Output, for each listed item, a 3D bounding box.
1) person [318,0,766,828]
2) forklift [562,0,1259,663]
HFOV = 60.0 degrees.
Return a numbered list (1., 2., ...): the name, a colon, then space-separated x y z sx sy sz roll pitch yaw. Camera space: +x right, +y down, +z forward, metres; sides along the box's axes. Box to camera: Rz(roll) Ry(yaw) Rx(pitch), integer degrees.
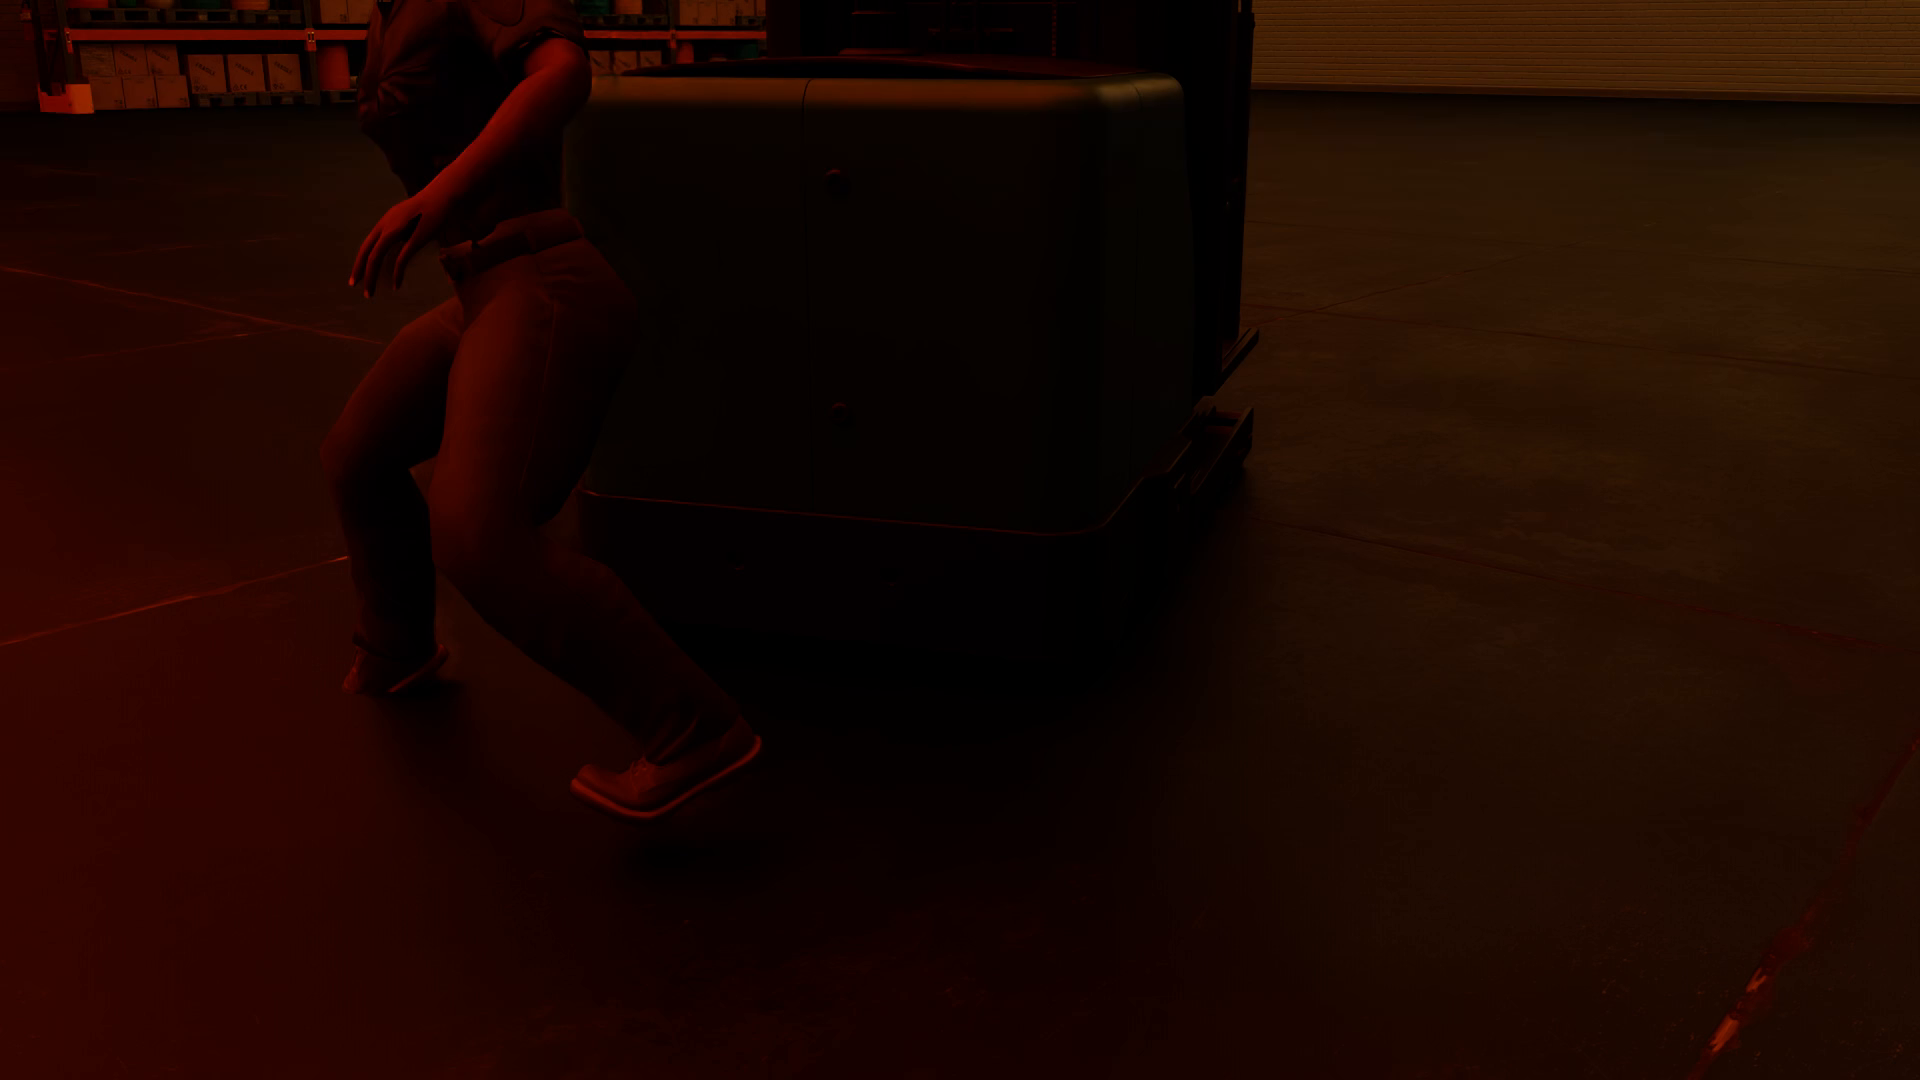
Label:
1. person: -0.756 -0.324 2.591 0.538 1.589 1.070 -9 19 -26
2. forklift: 0.182 -1.571 4.072 1.130 2.935 3.031 5 18 17
